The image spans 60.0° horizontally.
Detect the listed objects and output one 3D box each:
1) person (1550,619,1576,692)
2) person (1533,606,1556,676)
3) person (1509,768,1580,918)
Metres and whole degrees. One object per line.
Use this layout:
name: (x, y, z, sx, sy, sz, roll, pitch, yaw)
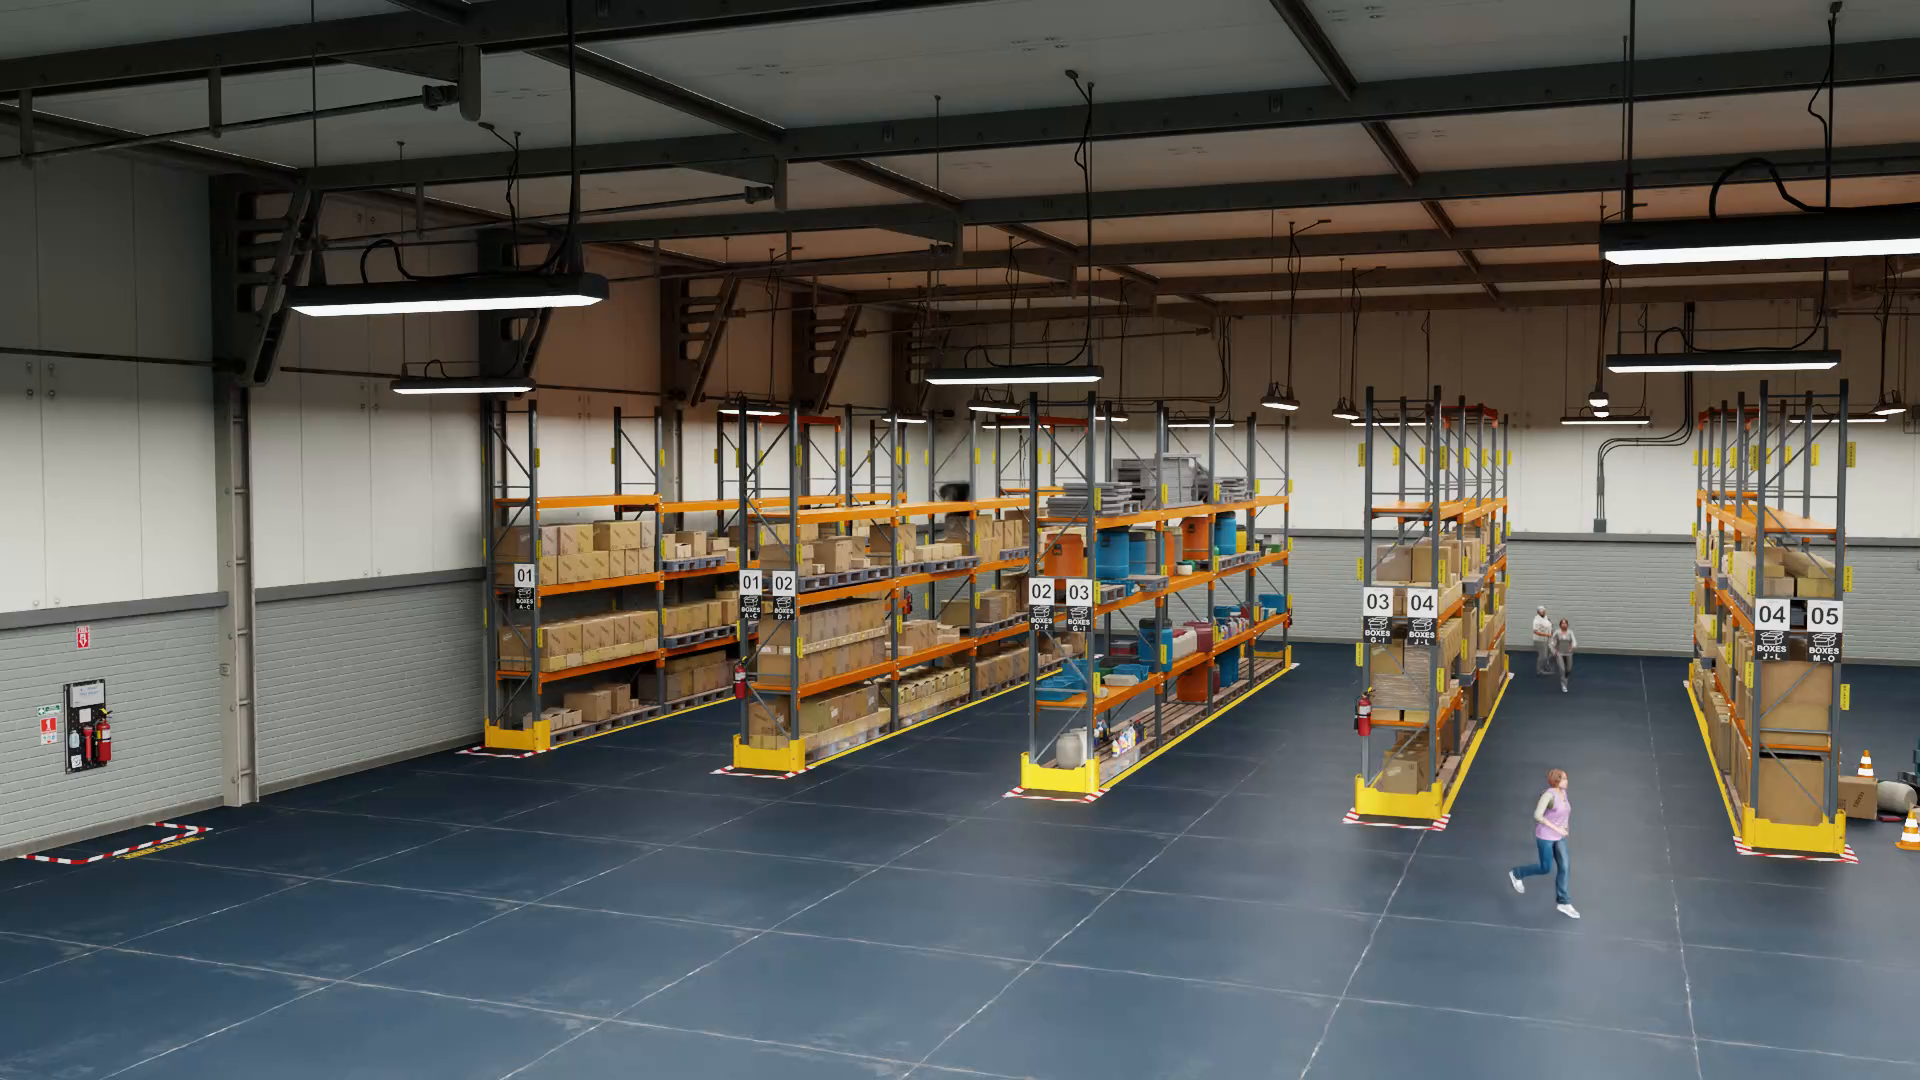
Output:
person: (12.939, 2.464, 35.672, 0.532, 1.555, 0.607, 1, 3, 14)
person: (13.395, 2.316, 38.132, 0.668, 1.640, 0.587, -1, 3, -27)
person: (6.510, 3.307, 18.428, 0.566, 1.588, 0.873, -2, 4, -41)
